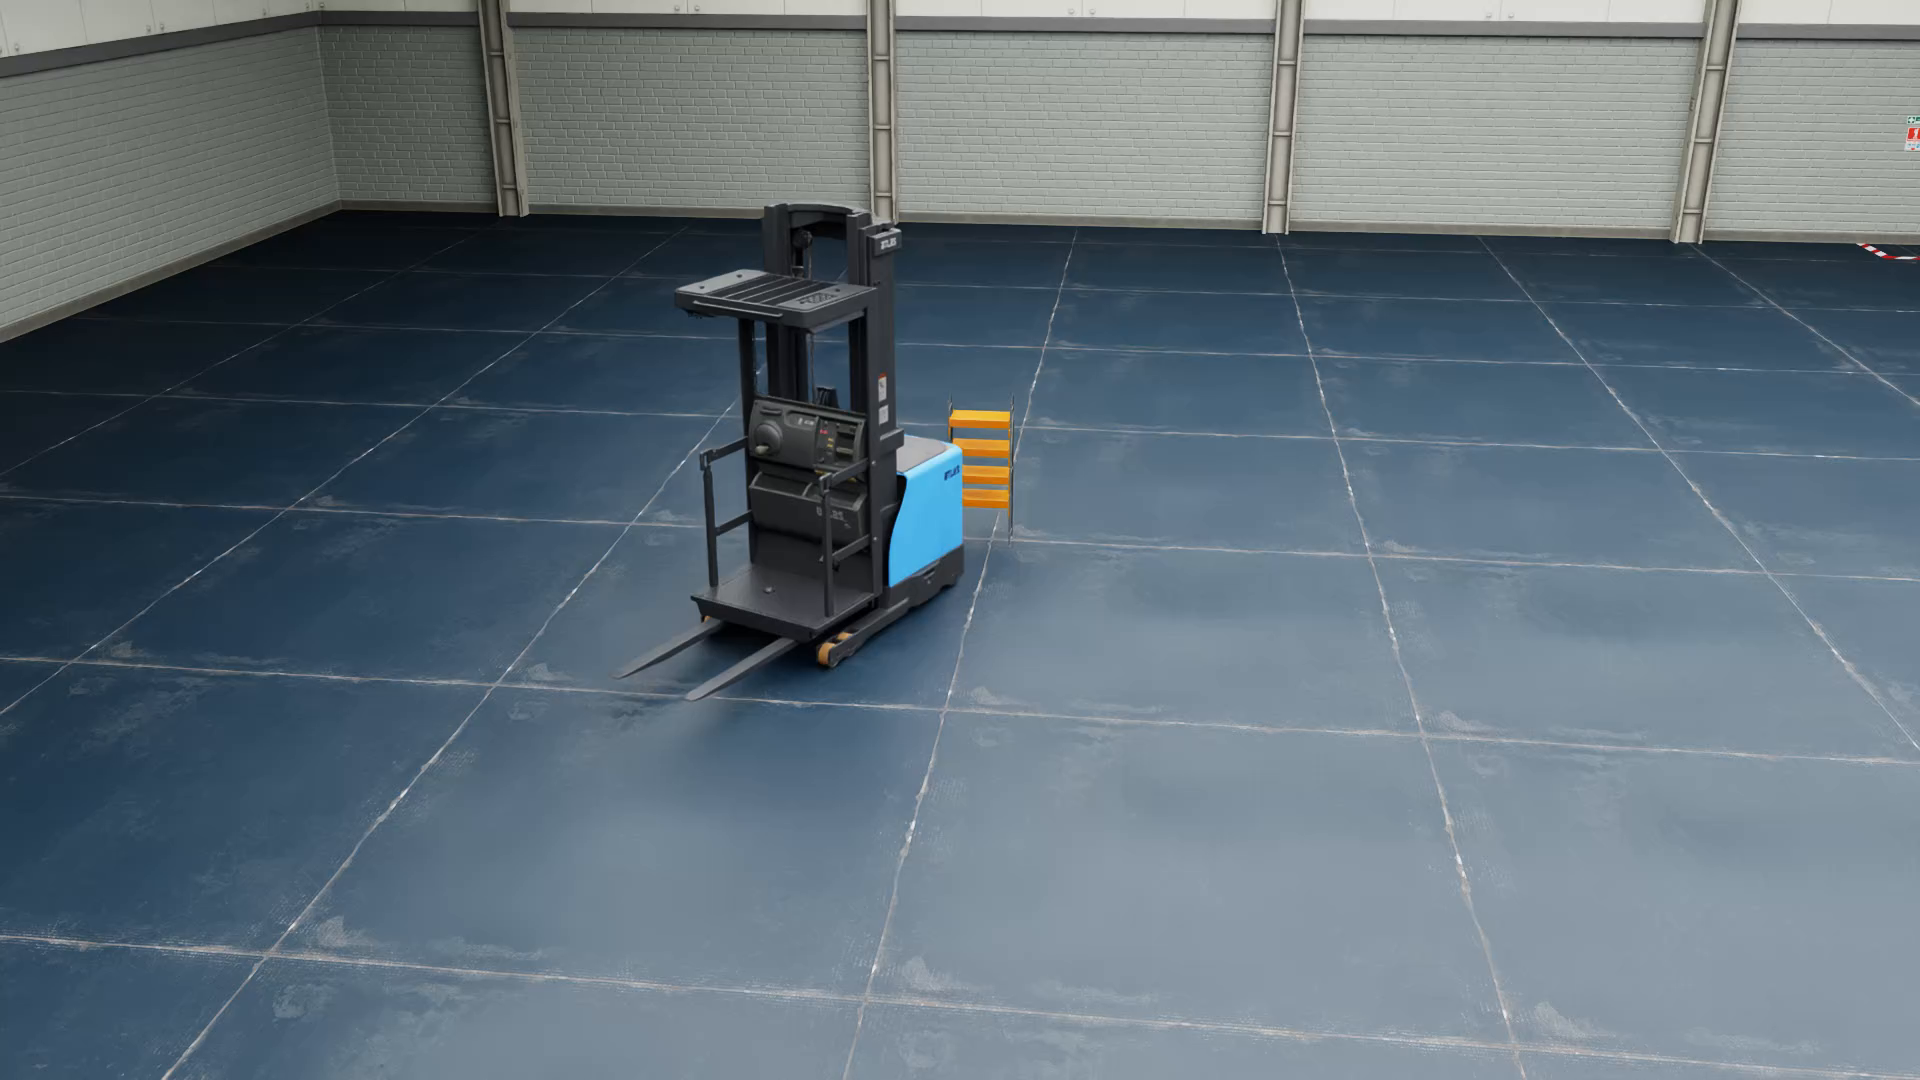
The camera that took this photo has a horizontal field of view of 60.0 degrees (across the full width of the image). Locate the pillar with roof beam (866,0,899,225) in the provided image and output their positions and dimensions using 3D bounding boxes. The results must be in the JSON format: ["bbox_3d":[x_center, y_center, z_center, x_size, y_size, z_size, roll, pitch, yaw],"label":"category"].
[{"bbox_3d":[-1.678,-7.559,20.320,0.400,9.000,9.100,2,22,6],"label":"pillar with roof beam"}]

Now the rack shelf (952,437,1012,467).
[{"bbox_3d":[0.164,-0.696,13.144,0.480,0.148,0.258,2,22,6],"label":"rack shelf"}]

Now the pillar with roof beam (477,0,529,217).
[{"bbox_3d":[-7.636,-7.819,20.976,0.400,9.000,9.100,2,22,6],"label":"pillar with roof beam"}]

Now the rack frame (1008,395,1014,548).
[{"bbox_3d":[0.407,-0.540,13.174,0.015,1.200,0.240,2,22,6],"label":"rack frame"}]

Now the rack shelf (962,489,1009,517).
[{"bbox_3d":[0.164,-0.304,13.299,0.480,0.148,0.258,2,22,6],"label":"rack shelf"}]

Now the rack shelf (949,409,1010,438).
[{"bbox_3d":[0.164,-0.916,13.057,0.480,0.148,0.258,2,22,6],"label":"rack shelf"}]

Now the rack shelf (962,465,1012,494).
[{"bbox_3d":[0.164,-0.488,13.226,0.480,0.148,0.258,2,22,6],"label":"rack shelf"}]

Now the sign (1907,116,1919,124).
[{"bbox_3d":[13.721,-6.004,23.777,0.331,0.109,0.001,2,22,6],"label":"sign"}]

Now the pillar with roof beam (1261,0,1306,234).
[{"bbox_3d":[4.281,-7.299,19.663,0.400,9.000,9.100,2,22,6],"label":"pillar with roof beam"}]

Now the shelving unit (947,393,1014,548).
[{"bbox_3d":[0.164,-0.551,13.201,0.503,1.200,0.258,2,22,6],"label":"shelving unit"}]

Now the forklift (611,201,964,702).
[{"bbox_3d":[-1.163,-0.696,11.213,1.130,2.935,3.031,13,25,29],"label":"forklift"}]

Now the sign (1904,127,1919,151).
[{"bbox_3d":[13.717,-5.761,23.883,0.234,0.329,0.001,2,22,6],"label":"sign"}]

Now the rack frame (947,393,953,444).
[{"bbox_3d":[-0.078,-0.561,13.228,0.015,1.200,0.240,2,22,6],"label":"rack frame"}]

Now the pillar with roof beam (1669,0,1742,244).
[{"bbox_3d":[10.239,-7.040,19.007,0.400,9.000,9.100,2,22,6],"label":"pillar with roof beam"}]
